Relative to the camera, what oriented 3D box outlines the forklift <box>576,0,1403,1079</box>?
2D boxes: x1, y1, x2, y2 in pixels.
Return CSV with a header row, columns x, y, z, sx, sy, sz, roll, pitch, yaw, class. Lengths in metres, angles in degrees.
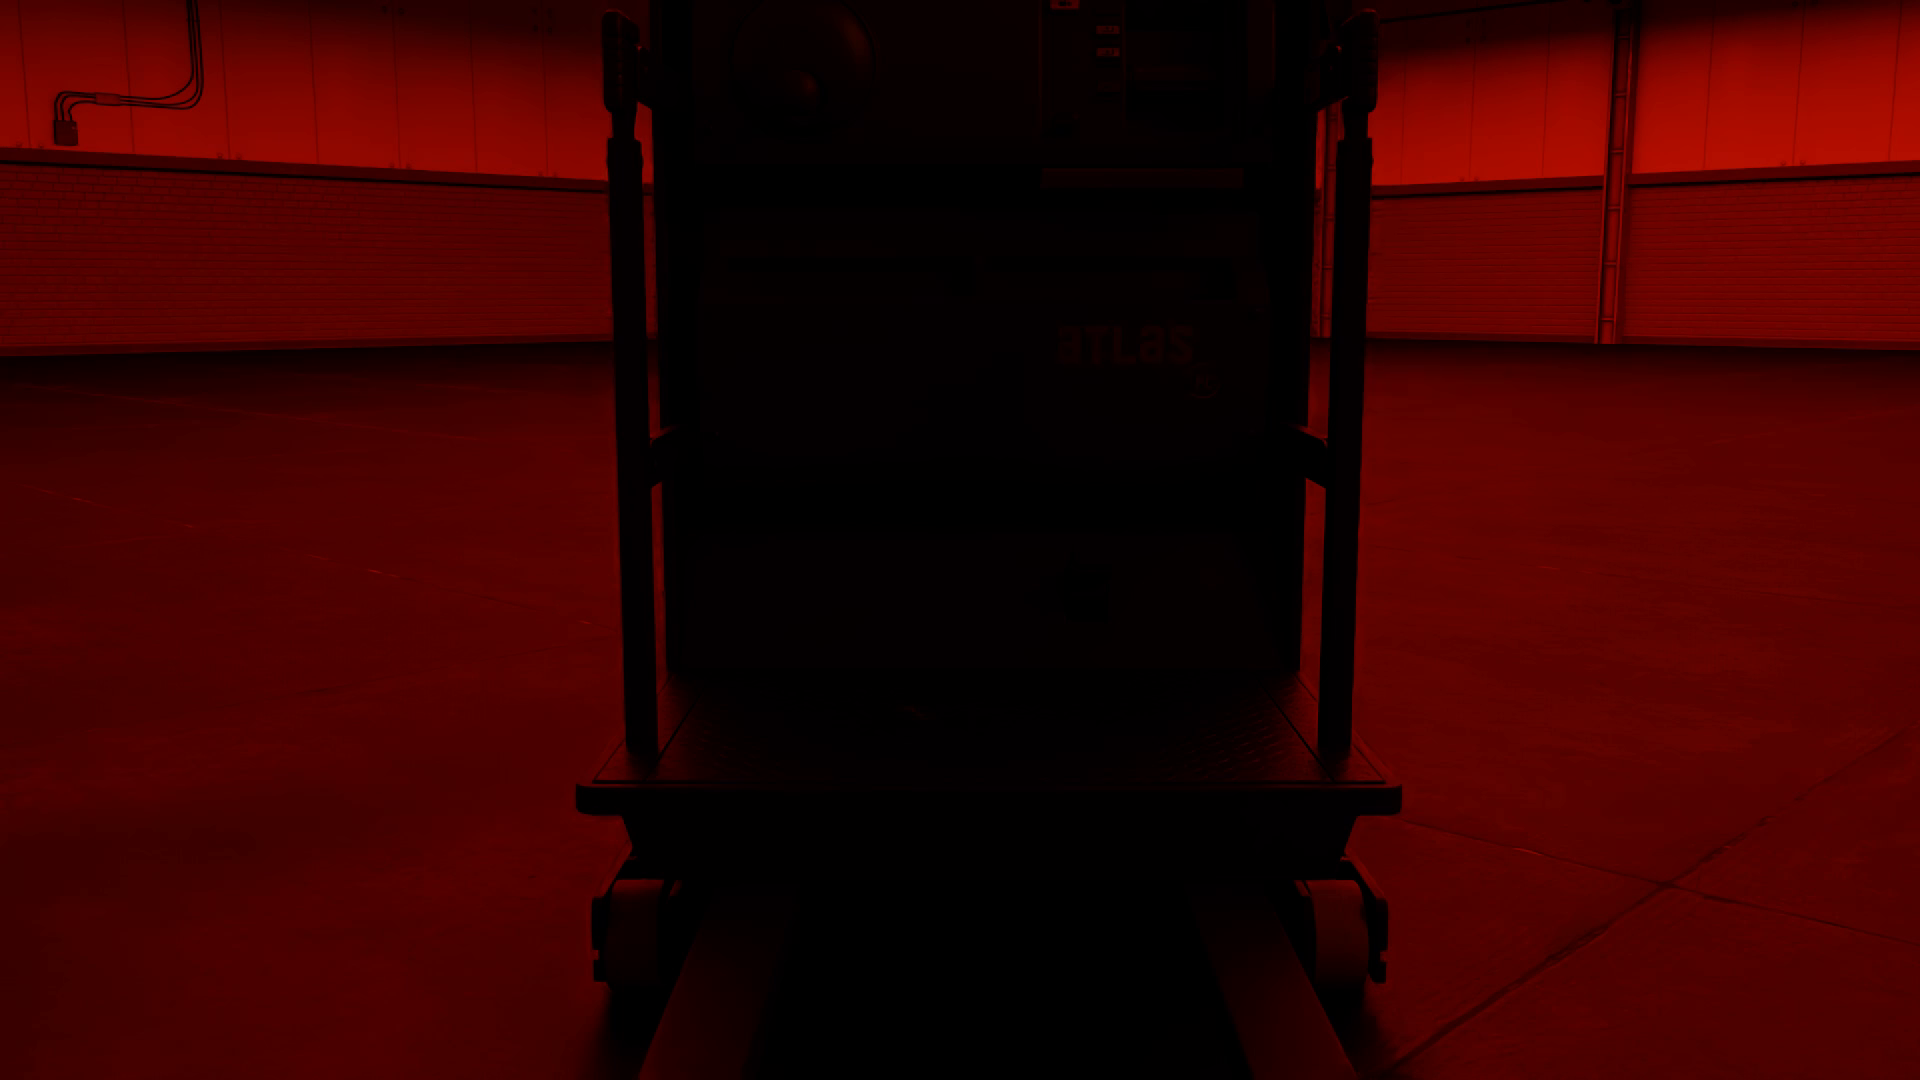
x,y,z,sx,sy,sz,roll,pitch,yaw,class
0.039,-0.843,2.473,1.130,2.935,3.031,0,9,0,forklift
